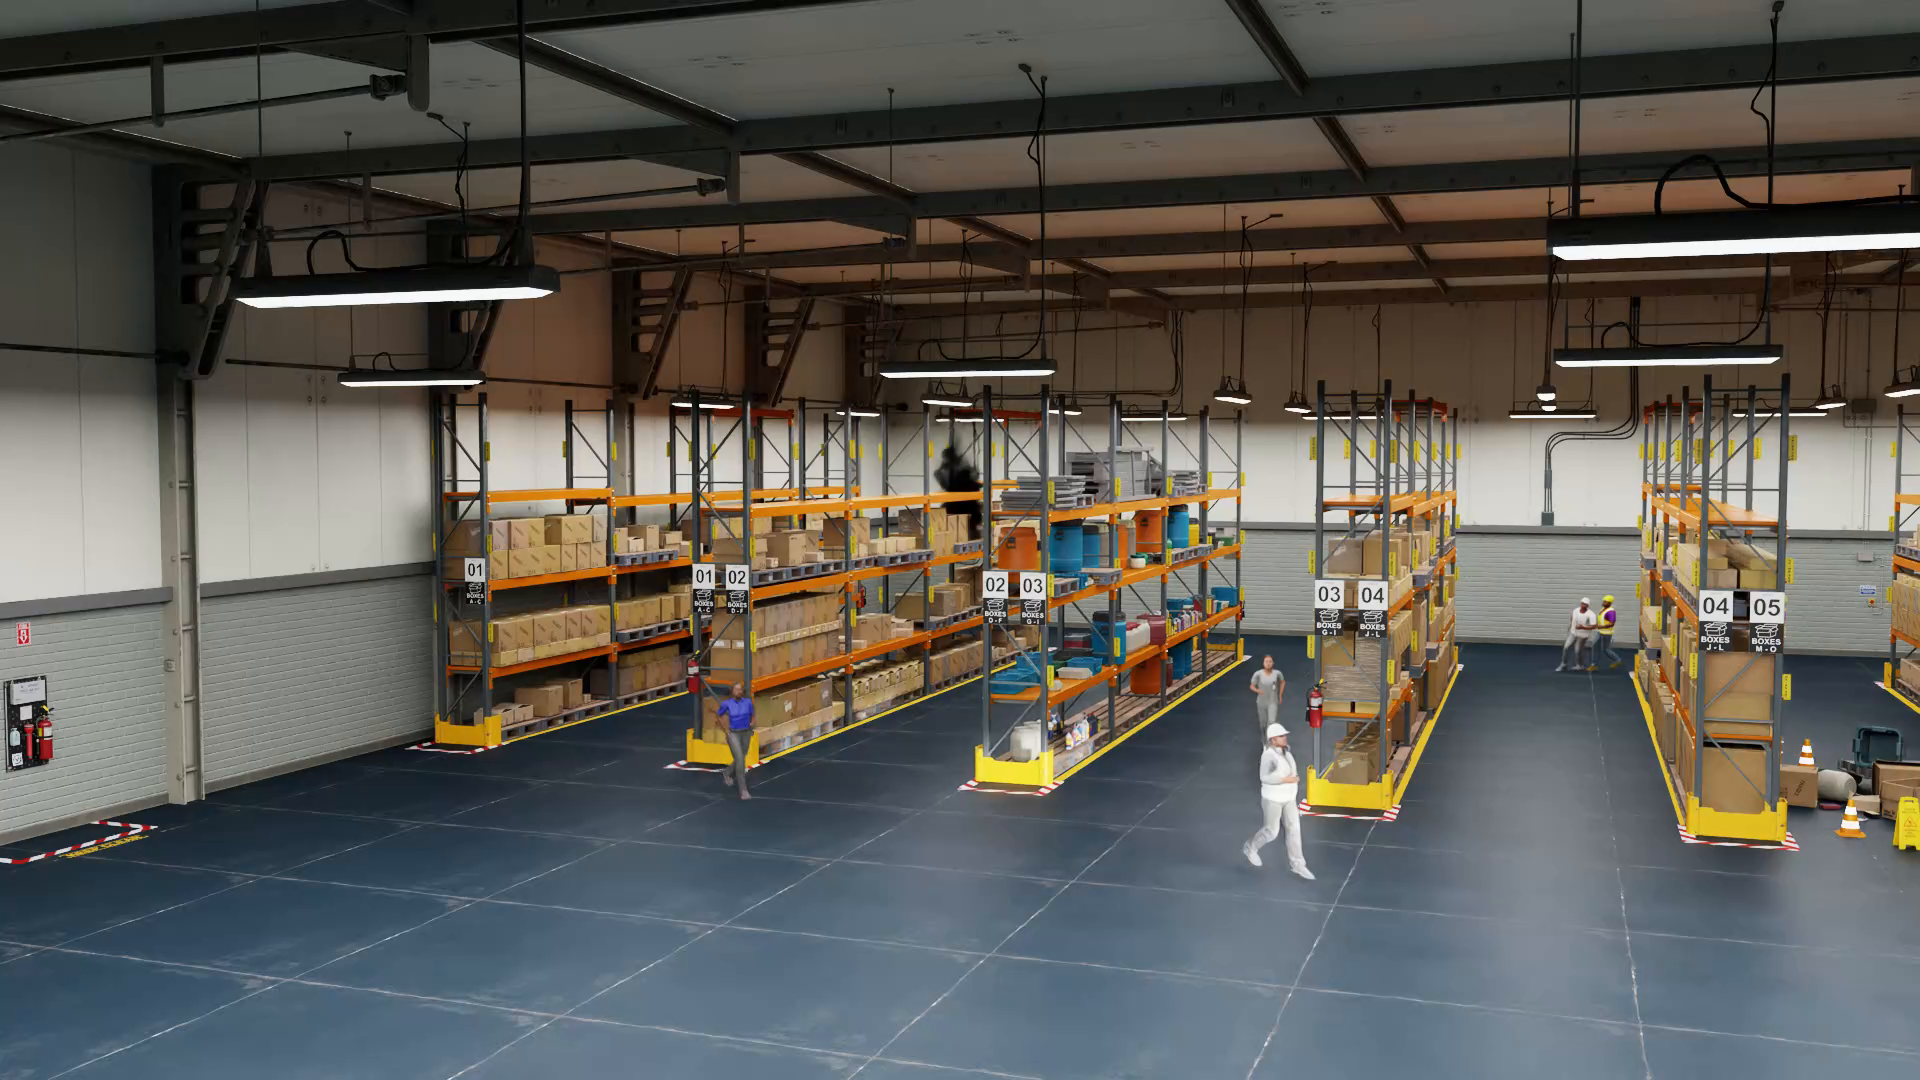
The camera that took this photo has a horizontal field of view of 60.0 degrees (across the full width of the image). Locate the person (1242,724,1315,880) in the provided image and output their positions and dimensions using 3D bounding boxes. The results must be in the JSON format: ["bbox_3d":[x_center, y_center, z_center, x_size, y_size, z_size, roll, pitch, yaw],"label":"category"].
[{"bbox_3d":[3.749,3.047,19.576,0.657,1.776,0.950,-3,4,-42],"label":"person"}]

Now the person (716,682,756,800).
[{"bbox_3d":[-3.227,2.892,24.222,0.569,1.669,0.827,-2,4,-34],"label":"person"}]

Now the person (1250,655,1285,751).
[{"bbox_3d":[5.026,2.716,27.217,0.556,1.705,0.855,1,3,14],"label":"person"}]

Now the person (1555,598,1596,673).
[{"bbox_3d":[13.974,2.150,37.542,0.728,1.737,0.848,-3,4,-40],"label":"person"}]

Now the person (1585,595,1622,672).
[{"bbox_3d":[14.666,2.123,37.704,0.842,1.760,0.725,0,3,-5],"label":"person"}]
